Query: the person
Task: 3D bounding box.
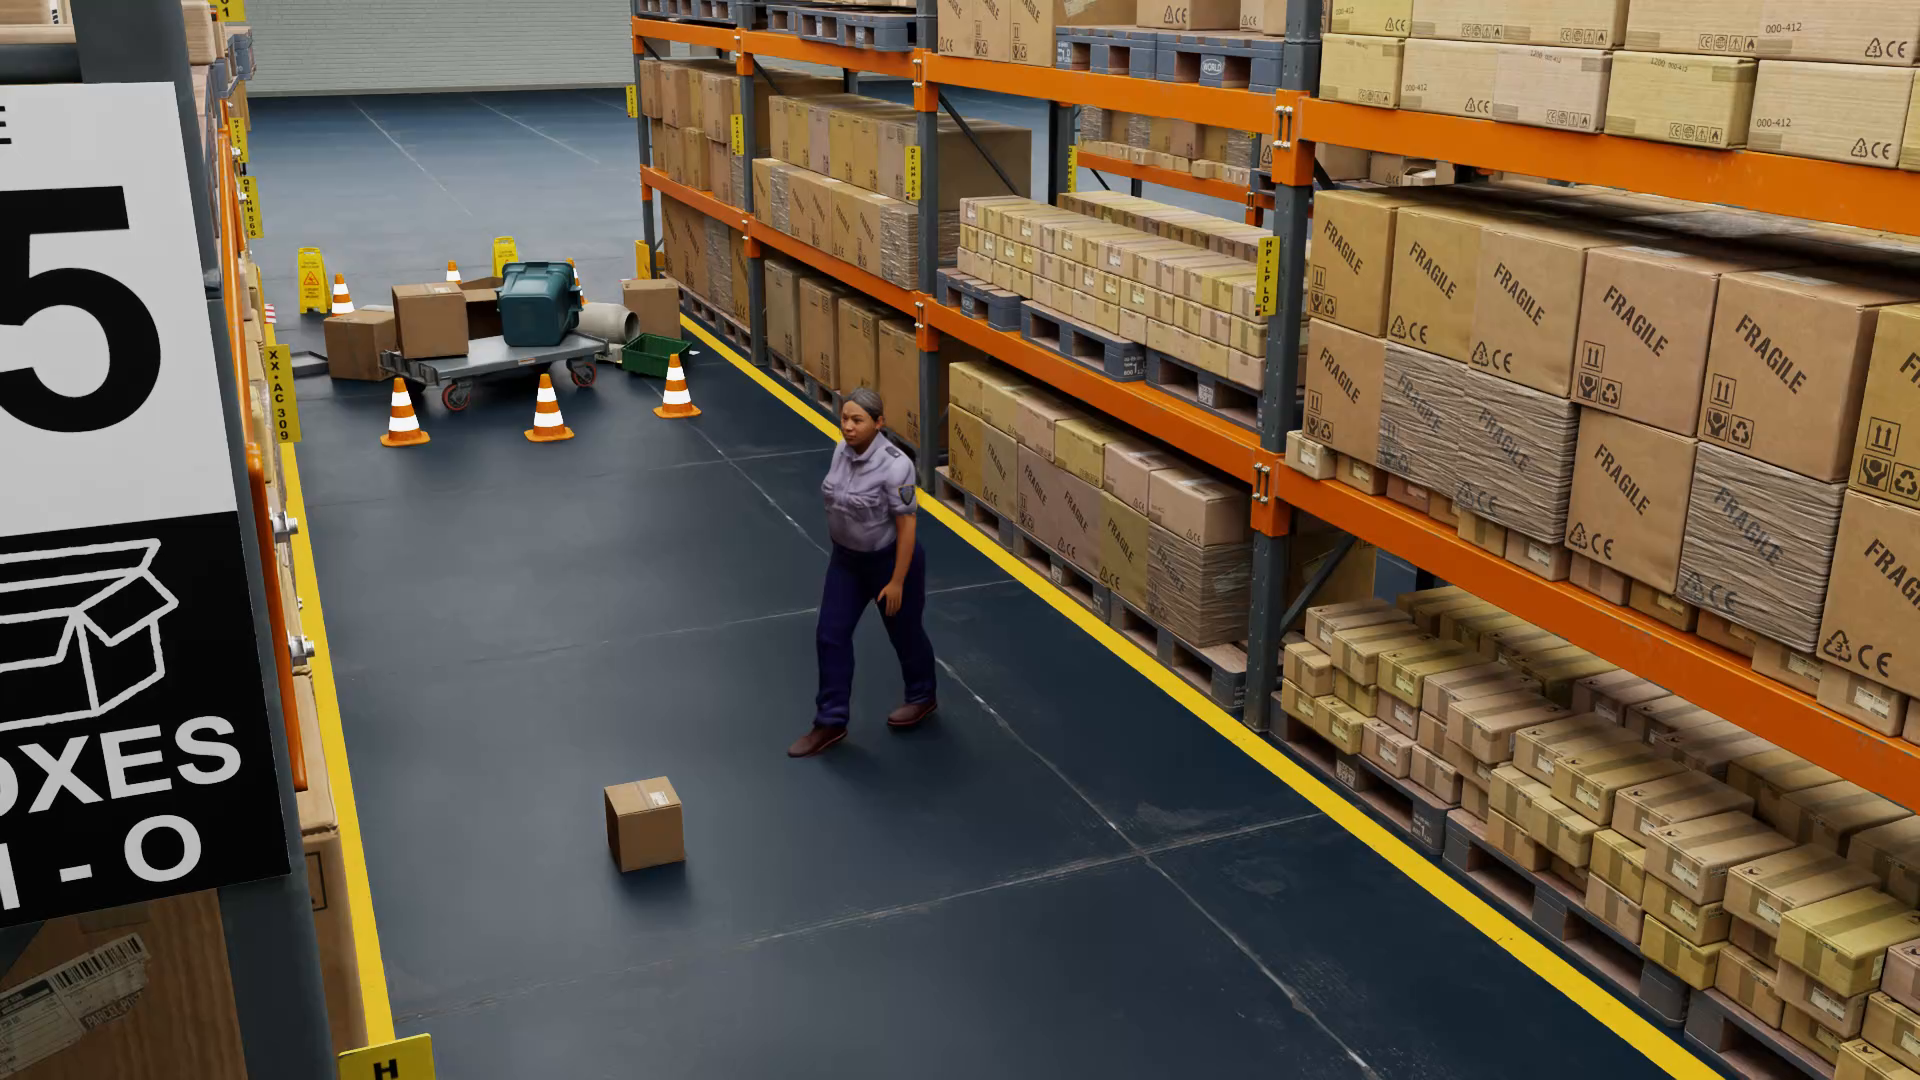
[{"bbox_3d":[-0.372,0.133,7.235,0.505,1.654,0.754,14,23,35],"label":"person"}]
